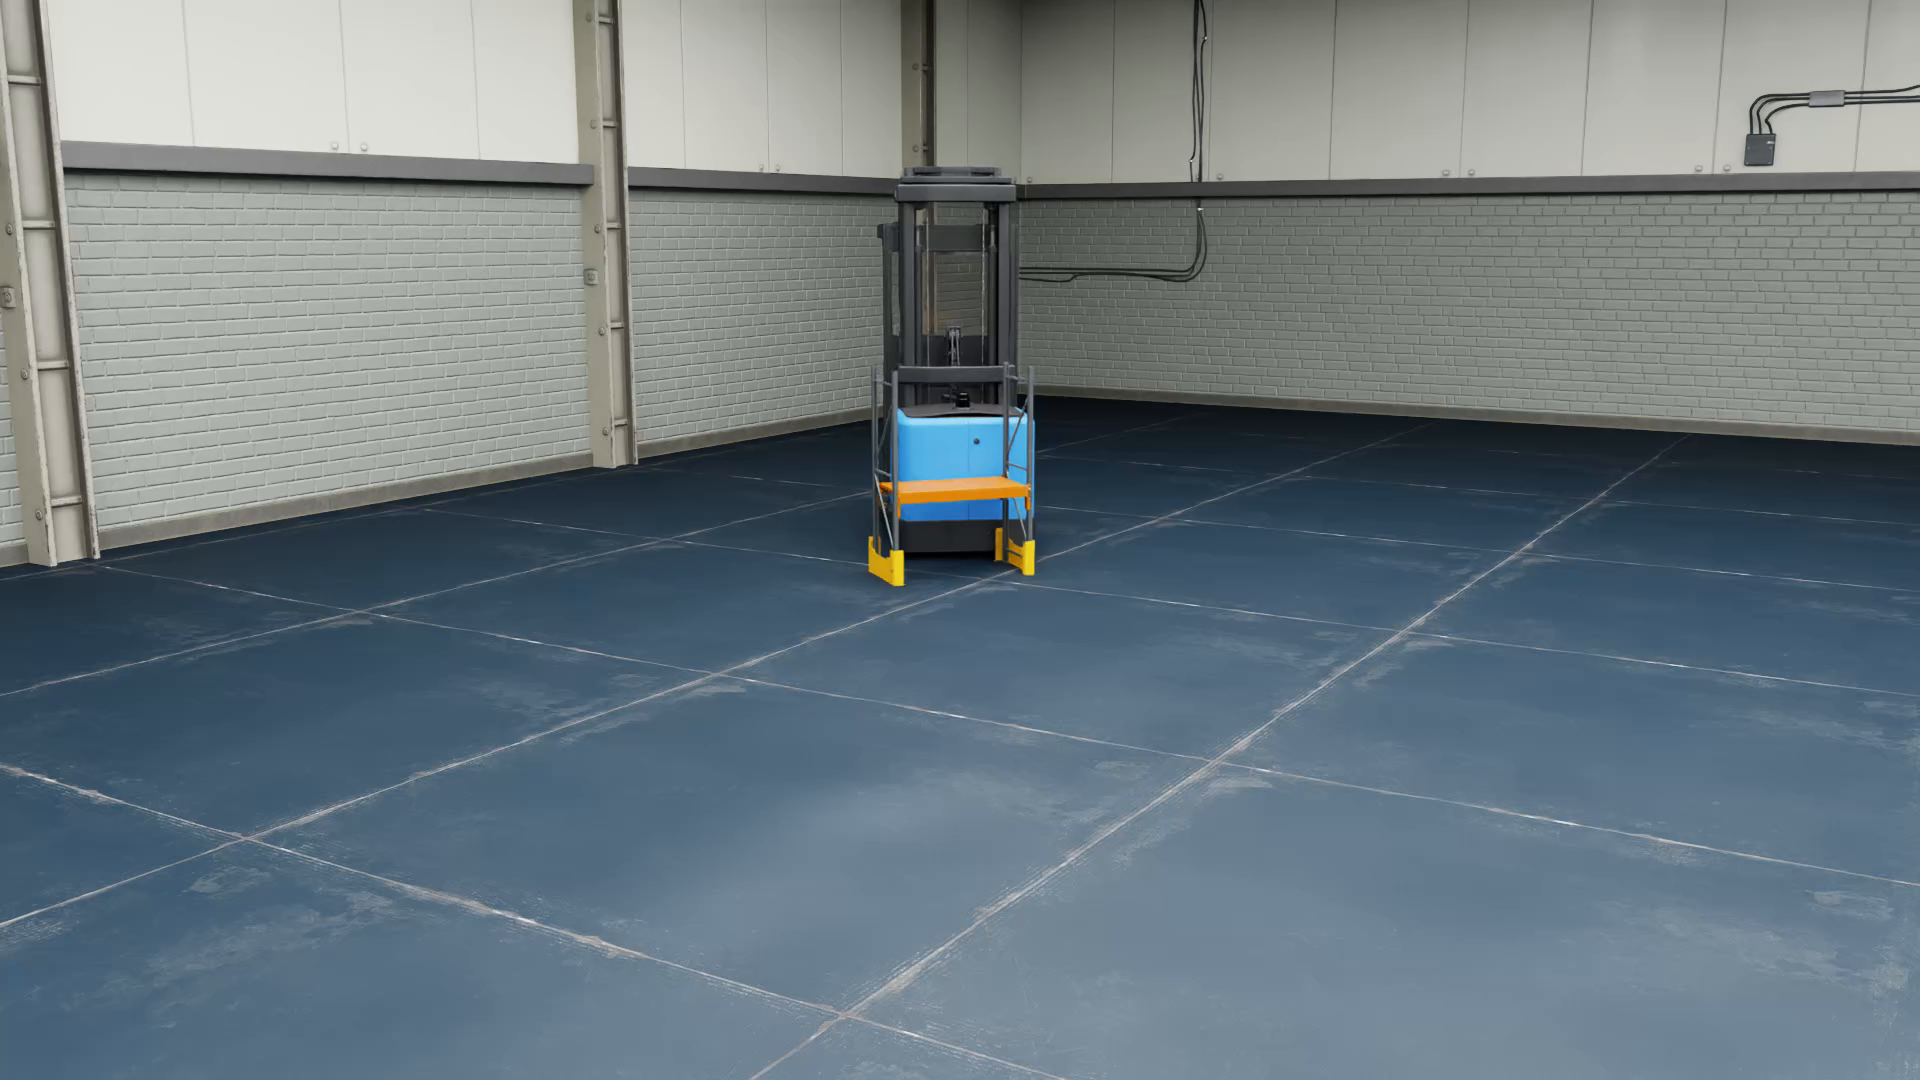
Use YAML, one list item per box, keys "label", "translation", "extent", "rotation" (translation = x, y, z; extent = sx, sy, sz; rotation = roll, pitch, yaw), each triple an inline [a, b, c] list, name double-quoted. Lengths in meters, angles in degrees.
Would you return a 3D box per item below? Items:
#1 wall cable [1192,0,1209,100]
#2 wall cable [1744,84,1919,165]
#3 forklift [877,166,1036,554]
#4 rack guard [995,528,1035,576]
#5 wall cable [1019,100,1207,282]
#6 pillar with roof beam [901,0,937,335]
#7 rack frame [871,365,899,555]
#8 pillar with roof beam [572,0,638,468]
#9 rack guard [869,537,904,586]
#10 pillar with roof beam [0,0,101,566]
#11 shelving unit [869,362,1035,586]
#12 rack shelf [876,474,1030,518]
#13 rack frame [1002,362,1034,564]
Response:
- label: "wall cable"
  translation: [4.432, -7.195, 22.061]
  extent: [3.097, 2.526, 0.112]
  rotation: [6, 12, 31]
- label: "wall cable"
  translation: [10.225, -7.260, 18.449]
  extent: [2.305, 6.003, 0.169]
  rotation: [6, 12, 31]
- label: "forklift"
  translation: [-0.106, -1.560, 13.735]
  extent: [1.130, 2.935, 3.031]
  rotation: [-1, 11, -6]
- label: "rack guard"
  translation: [0.402, 0.084, 12.239]
  extent: [0.087, 0.250, 0.587]
  rotation: [-4, 11, -20]
- label: "wall cable"
  translation: [2.120, -4.971, 23.906]
  extent: [3.097, 2.526, 0.112]
  rotation: [6, 12, 31]
- label: "pillar with roof beam"
  translation: [3.139, -5.749, 19.623]
  extent: [9.100, 9.000, 0.400]
  rotation: [6, 12, 31]
- label: "rack frame"
  translation: [-0.531, -0.465, 11.779]
  extent: [0.032, 1.500, 0.500]
  rotation: [-4, 11, -20]
- label: "pillar with roof beam"
  translation: [0.024, -4.806, 14.583]
  extent: [9.100, 9.000, 0.400]
  rotation: [6, 12, 31]
- label: "rack guard"
  translation: [-0.530, 0.149, 11.894]
  extent: [0.087, 0.250, 0.587]
  rotation: [-4, 11, -20]
- label: "pillar with roof beam"
  translation: [-3.091, -3.862, 9.543]
  extent: [9.100, 9.000, 0.400]
  rotation: [6, 12, 31]
- label: "shelving unit"
  translation: [-0.064, -0.498, 11.952]
  extent: [1.083, 1.500, 0.587]
  rotation: [-4, 11, -20]
- label: "rack shelf"
  translation: [-0.055, -0.322, 11.988]
  extent: [1.000, 0.185, 0.538]
  rotation: [-4, 11, -20]
- label: "rack frame"
  translation: [0.420, -0.531, 12.131]
  extent: [0.032, 1.500, 0.500]
  rotation: [-4, 11, -20]
